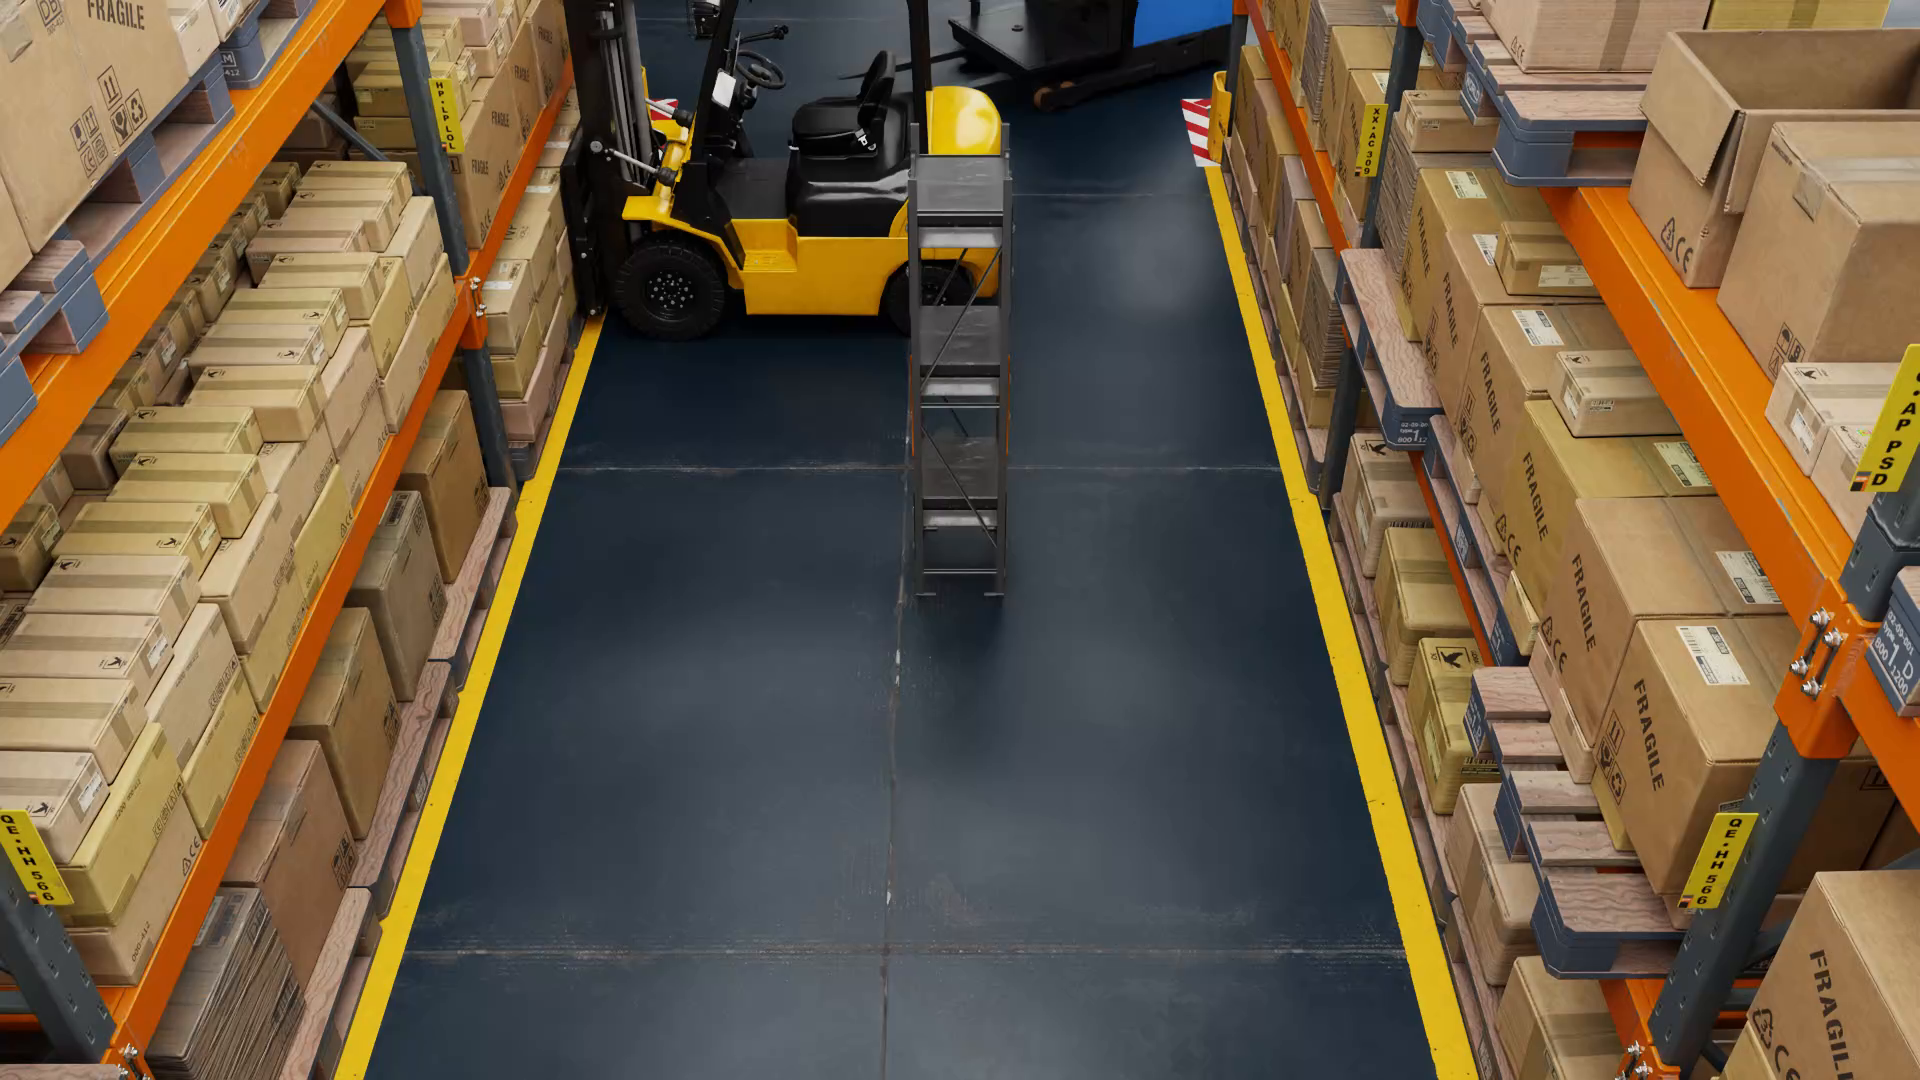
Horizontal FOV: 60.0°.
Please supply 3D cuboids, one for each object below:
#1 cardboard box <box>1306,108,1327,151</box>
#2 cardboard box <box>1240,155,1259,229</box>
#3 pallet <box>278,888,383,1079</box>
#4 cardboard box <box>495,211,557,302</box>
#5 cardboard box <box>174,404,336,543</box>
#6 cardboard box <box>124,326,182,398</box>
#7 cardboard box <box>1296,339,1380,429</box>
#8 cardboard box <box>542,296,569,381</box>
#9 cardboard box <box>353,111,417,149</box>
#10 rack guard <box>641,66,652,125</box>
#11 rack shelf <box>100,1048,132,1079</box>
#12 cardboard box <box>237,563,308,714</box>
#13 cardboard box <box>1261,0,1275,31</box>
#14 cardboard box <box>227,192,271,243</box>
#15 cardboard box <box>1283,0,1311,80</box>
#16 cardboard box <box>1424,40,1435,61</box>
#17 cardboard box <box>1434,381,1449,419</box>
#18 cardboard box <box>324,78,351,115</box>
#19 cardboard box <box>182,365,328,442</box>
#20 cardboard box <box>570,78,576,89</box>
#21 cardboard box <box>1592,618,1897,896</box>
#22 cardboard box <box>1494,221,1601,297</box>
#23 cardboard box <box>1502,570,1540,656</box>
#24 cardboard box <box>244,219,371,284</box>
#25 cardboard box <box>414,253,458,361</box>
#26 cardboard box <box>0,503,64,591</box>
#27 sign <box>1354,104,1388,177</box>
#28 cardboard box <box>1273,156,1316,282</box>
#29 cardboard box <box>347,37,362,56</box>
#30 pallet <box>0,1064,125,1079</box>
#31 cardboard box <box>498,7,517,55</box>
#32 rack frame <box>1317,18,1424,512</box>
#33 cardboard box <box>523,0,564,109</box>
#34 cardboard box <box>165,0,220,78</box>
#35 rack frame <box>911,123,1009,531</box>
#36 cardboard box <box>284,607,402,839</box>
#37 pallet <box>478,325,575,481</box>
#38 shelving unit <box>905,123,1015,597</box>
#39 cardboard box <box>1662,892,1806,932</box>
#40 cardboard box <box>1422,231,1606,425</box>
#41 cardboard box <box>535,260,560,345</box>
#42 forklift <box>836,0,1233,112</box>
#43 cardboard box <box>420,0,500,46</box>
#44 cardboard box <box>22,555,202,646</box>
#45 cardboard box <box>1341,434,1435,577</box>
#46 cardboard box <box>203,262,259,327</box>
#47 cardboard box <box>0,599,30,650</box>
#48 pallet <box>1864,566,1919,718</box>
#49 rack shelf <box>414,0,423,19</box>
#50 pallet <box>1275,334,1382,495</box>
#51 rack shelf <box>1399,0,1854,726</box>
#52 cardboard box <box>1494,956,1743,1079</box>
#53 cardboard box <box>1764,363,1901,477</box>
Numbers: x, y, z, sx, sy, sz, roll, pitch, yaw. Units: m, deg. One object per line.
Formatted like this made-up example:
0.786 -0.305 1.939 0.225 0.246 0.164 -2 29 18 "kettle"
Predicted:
1.967 -2.086 8.401 0.380 0.149 0.250 -1 39 -1 "cardboard box"
1.989 -2.117 10.101 0.500 0.250 0.500 1 39 2 "cardboard box"
-2.644 1.732 5.665 1.003 0.211 1.213 0 39 0 "pallet"
-2.364 -1.446 8.465 0.500 0.250 0.500 0 39 0 "cardboard box"
-2.446 -0.215 5.585 0.500 0.250 0.500 0 39 1 "cardboard box"
-2.953 -0.617 5.769 0.380 0.149 0.250 0 39 0 "cardboard box"
2.007 -0.809 8.469 0.500 0.250 0.500 2 39 2 "cardboard box"
-2.373 -1.054 8.775 0.500 0.250 0.500 -1 39 -1 "cardboard box"
-2.424 -1.834 7.287 0.380 0.149 0.250 -1 39 -1 "cardboard box"
-2.692 -2.883 11.194 1.175 0.500 0.348 0 39 0 "rack guard"
-2.680 2.690 2.815 1.077 0.370 4.000 0 39 0 "rack shelf"
-2.442 0.303 5.338 0.500 0.250 0.500 -1 39 -2 "cardboard box"
1.953 -3.057 9.612 0.380 0.149 0.250 1 39 1 "cardboard box"
-2.953 -1.247 6.554 0.380 0.149 0.250 -1 39 -2 "cardboard box"
2.010 -2.748 8.708 0.500 0.500 0.500 -1 39 -1 "cardboard box"
2.514 -2.488 7.585 0.700 0.500 0.500 0 39 0 "cardboard box"
1.988 -0.574 6.178 0.380 0.149 0.250 1 39 1 "cardboard box"
-2.979 -1.992 7.484 0.380 0.149 0.250 -1 39 -1 "cardboard box"
-2.356 -0.456 5.568 0.380 0.149 0.250 -1 39 -1 "cardboard box"
-2.373 -2.718 10.052 0.500 0.250 0.500 1 39 1 "cardboard box"
2.003 0.550 4.257 0.500 0.500 0.500 -1 39 -1 "cardboard box"
2.028 -0.947 5.606 0.380 0.149 0.250 2 39 2 "cardboard box"
1.921 0.228 5.178 0.380 0.149 0.250 1 39 1 "cardboard box"
-2.499 -1.107 6.379 0.380 0.149 0.250 0 39 0 "cardboard box"
-2.425 -0.969 6.926 0.500 0.250 0.500 1 39 1 "cardboard box"
-2.929 0.021 4.972 0.380 0.149 0.250 0 39 0 "cardboard box"
1.734 -1.681 7.002 0.100 0.325 0.005 0 39 0 "sign"
2.004 -1.739 9.030 0.500 0.500 0.500 2 39 2 "cardboard box"
-2.962 -2.273 7.596 0.380 0.149 0.250 0 39 0 "cardboard box"
-2.611 1.658 3.682 1.213 0.211 1.003 0 39 0 "pallet"
-2.379 -2.477 8.090 0.380 0.149 0.250 0 39 -1 "cardboard box"
2.277 -1.348 7.279 1.000 3.000 0.127 0 39 0 "rack frame"
-2.425 -2.616 8.781 0.500 0.500 0.500 0 39 0 "cardboard box"
-2.381 -1.448 4.790 0.380 0.149 0.250 0 39 -1 "cardboard box"
0.000 -0.868 7.400 0.400 2.100 0.015 0 39 0 "rack frame"
-2.679 0.702 6.284 0.875 0.625 0.625 -2 39 -2 "cardboard box"
-2.646 -0.752 8.765 1.003 0.211 1.213 0 39 0 "pallet"
0.000 -0.716 7.210 0.431 2.100 0.503 0 39 0 "shelving unit"
2.046 0.882 4.361 0.380 0.149 0.250 1 39 2 "cardboard box"
1.978 -0.752 5.881 0.500 0.500 0.500 0 39 0 "cardboard box"
-2.381 -1.246 8.615 0.500 0.250 0.500 0 39 0 "cardboard box"
0.593 -4.553 11.333 3.031 2.935 1.130 -21 43 -24 "forklift"
-2.388 -2.434 7.798 0.380 0.149 0.250 1 39 1 "cardboard box"
-2.429 0.176 4.778 0.380 0.149 0.250 0 39 0 "cardboard box"
2.280 -0.159 7.561 0.950 0.372 0.625 0 39 1 "cardboard box"
-2.952 -0.847 6.374 0.500 0.250 0.500 0 39 -1 "cardboard box"
-2.963 0.422 4.790 0.500 0.250 0.500 0 39 0 "cardboard box"
2.335 0.459 2.777 1.213 0.211 1.003 2 39 2 "pallet"
-2.689 -3.483 8.120 1.077 0.370 4.000 0 39 0 "rack shelf"
2.241 -0.680 8.675 1.003 0.211 1.213 0 39 0 "pallet"
2.279 -0.987 5.006 1.077 0.370 4.000 0 39 0 "rack shelf"
2.291 1.661 5.289 0.950 0.372 0.625 -2 39 -3 "cardboard box"
2.062 -0.272 3.738 0.380 0.149 0.250 0 39 0 "cardboard box"
